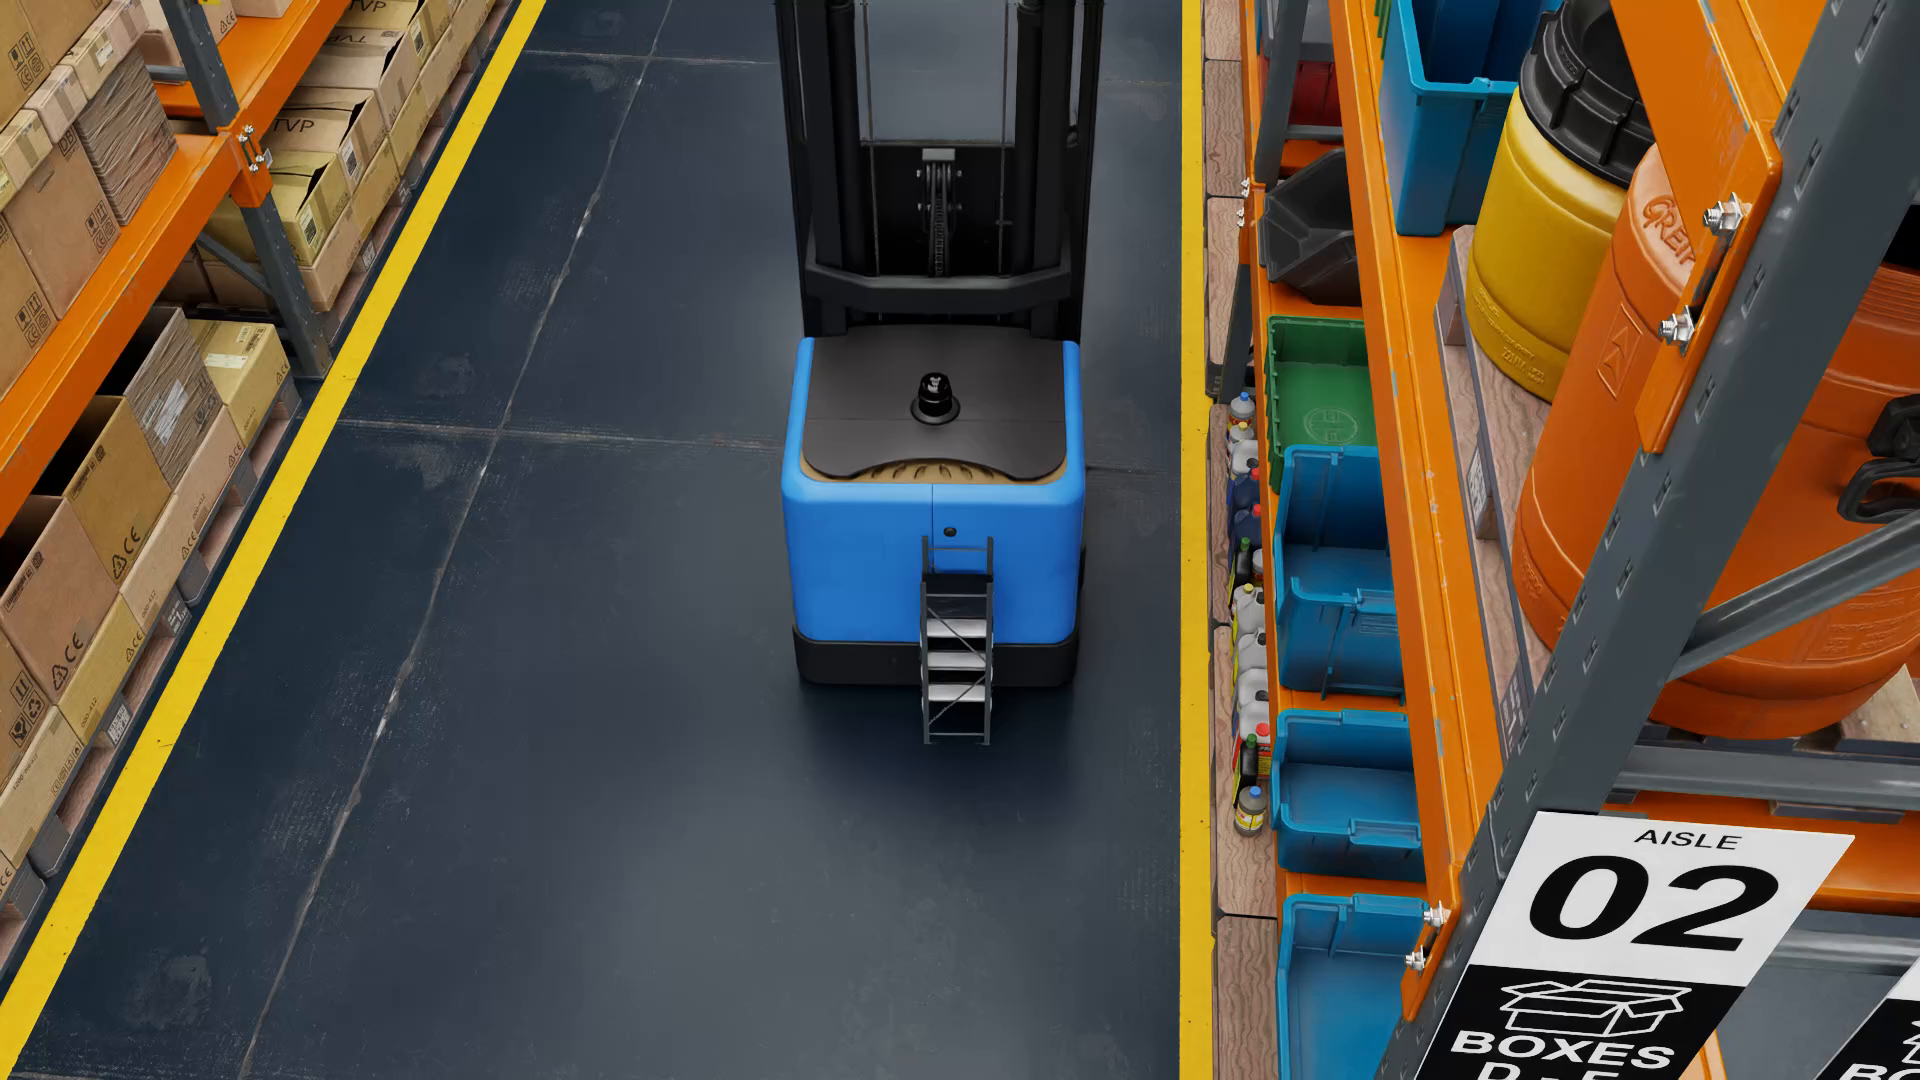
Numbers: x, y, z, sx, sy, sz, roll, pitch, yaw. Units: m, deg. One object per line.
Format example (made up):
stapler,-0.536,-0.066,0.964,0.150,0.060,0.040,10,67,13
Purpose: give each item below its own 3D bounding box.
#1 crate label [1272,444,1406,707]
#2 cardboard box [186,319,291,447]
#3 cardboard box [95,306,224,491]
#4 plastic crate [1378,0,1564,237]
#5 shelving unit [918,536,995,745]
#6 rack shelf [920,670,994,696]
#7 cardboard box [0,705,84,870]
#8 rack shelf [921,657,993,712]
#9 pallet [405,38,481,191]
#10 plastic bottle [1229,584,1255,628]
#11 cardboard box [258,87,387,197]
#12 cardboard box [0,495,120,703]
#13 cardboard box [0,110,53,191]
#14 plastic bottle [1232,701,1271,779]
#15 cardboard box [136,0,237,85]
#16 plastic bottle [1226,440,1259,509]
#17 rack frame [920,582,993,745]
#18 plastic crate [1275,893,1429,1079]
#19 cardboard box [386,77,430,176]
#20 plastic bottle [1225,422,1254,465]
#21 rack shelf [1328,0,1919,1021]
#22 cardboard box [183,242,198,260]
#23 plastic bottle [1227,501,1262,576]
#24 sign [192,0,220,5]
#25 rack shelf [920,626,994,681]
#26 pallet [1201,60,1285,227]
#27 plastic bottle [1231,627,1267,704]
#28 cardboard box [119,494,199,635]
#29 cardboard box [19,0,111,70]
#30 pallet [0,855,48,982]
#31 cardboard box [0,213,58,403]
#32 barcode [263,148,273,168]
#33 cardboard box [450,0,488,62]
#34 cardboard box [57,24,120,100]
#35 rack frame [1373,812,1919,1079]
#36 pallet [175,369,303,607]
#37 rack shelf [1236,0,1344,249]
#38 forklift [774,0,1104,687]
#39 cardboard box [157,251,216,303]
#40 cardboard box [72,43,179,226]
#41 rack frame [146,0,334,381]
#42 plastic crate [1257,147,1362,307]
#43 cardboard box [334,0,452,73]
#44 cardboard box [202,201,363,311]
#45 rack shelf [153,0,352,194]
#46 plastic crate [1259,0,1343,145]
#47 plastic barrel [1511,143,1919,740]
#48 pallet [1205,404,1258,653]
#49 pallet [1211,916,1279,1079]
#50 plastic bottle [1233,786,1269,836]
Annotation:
crate label,1.137,0.090,4.637,0.502,0.435,0.616,4,48,4
cardboard box,-3.154,-0.661,6.927,0.500,0.250,0.500,4,48,4
cardboard box,-3.211,-0.548,6.315,0.500,0.500,0.500,4,48,4
plastic crate,1.112,-0.956,3.596,0.392,0.384,0.575,4,48,4
shelving unit,-0.010,0.369,5.829,0.258,0.900,0.210,1,48,1
rack shelf,-0.010,0.452,5.920,0.258,0.077,0.200,1,48,1
cardboard box,-3.336,0.809,5.582,0.500,0.250,0.500,4,48,4
rack shelf,-0.010,0.513,5.986,0.258,0.077,0.200,1,48,1
pallet,-3.192,-2.305,8.741,1.003,0.211,1.213,4,48,4
plastic bottle,1.050,0.239,6.122,0.097,0.201,0.097,0,48,0
cardboard box,-2.993,-1.860,7.643,0.500,0.311,0.500,3,48,3
cardboard box,-3.284,0.189,5.641,0.500,0.500,0.500,4,48,4
cardboard box,-3.210,-1.274,5.401,0.380,0.149,0.250,4,48,3
plastic bottle,1.020,0.681,5.668,0.152,0.276,0.135,4,48,4
cardboard box,-3.328,-2.117,6.781,0.500,0.250,0.500,7,48,6
plastic bottle,1.135,-0.252,6.521,0.152,0.276,0.135,5,48,5
rack frame,-0.012,0.444,5.760,0.240,0.900,0.006,1,48,1
plastic crate,0.986,1.135,3.806,0.499,0.251,0.616,4,48,4
cardboard box,-2.953,-2.053,8.199,0.500,0.250,0.500,3,48,2
plastic bottle,1.128,-0.392,6.700,0.097,0.201,0.097,0,48,0
rack shelf,1.421,-0.767,3.899,1.077,0.370,4.000,4,48,4
cardboard box,-3.578,-1.523,7.335,0.500,0.311,0.500,4,48,4
plastic bottle,1.099,-0.017,6.256,0.144,0.351,0.185,2,48,2
sign,-2.776,-2.085,6.010,0.100,0.325,0.005,4,48,4
rack shelf,-0.010,0.391,5.853,0.258,0.077,0.200,1,48,1
pallet,1.745,-2.004,8.466,1.003,0.211,1.213,4,48,4
plastic bottle,1.043,0.432,5.845,0.144,0.351,0.185,6,48,5
cardboard box,-3.240,0.074,6.254,0.500,0.250,0.500,4,48,4
cardboard box,-3.363,-1.948,5.578,0.700,0.500,0.500,4,48,4
pallet,-3.666,1.513,5.249,1.003,0.211,1.213,4,48,4
cardboard box,-3.455,-0.754,5.365,0.700,0.500,0.500,5,48,4
barcode,-2.891,-1.591,6.944,0.001,0.075,0.075,4,48,4
cardboard box,-2.862,-2.804,8.887,0.500,0.250,0.500,5,48,4
cardboard box,-3.165,-1.660,5.754,0.380,0.149,0.250,3,48,3
rack frame,1.239,1.472,3.396,1.000,3.000,0.127,4,48,4
pallet,-3.444,-0.280,6.889,1.003,0.211,1.213,4,48,4
rack shelf,1.785,-2.694,7.694,1.077,0.370,4.000,4,48,4
forklift,-0.064,-1.517,6.177,1.130,2.935,3.031,1,48,1
cardboard box,-3.580,-1.341,7.548,0.500,0.250,0.500,3,48,3
cardboard box,-3.363,-1.510,6.057,0.700,0.500,0.500,3,48,3
rack frame,-3.329,-1.803,6.392,1.000,3.000,0.127,4,48,4
plastic crate,1.429,-1.070,5.764,0.767,0.338,0.504,4,48,4
cardboard box,-2.905,-2.623,8.341,0.500,0.311,0.500,5,48,5
cardboard box,-3.046,-1.296,7.508,0.500,0.250,0.500,3,48,3
rack shelf,-3.147,-3.030,8.002,1.077,0.370,4.000,4,48,4
plastic crate,1.342,-1.865,6.405,0.402,0.464,0.583,4,48,4
plastic barrel,1.156,-0.192,2.311,0.600,0.830,0.708,4,48,4
pallet,1.500,-0.035,6.665,1.003,0.211,1.213,4,48,4
pallet,1.278,1.758,5.025,1.003,0.211,1.213,4,48,4
plastic bottle,0.969,0.889,5.528,0.097,0.201,0.097,0,48,0
